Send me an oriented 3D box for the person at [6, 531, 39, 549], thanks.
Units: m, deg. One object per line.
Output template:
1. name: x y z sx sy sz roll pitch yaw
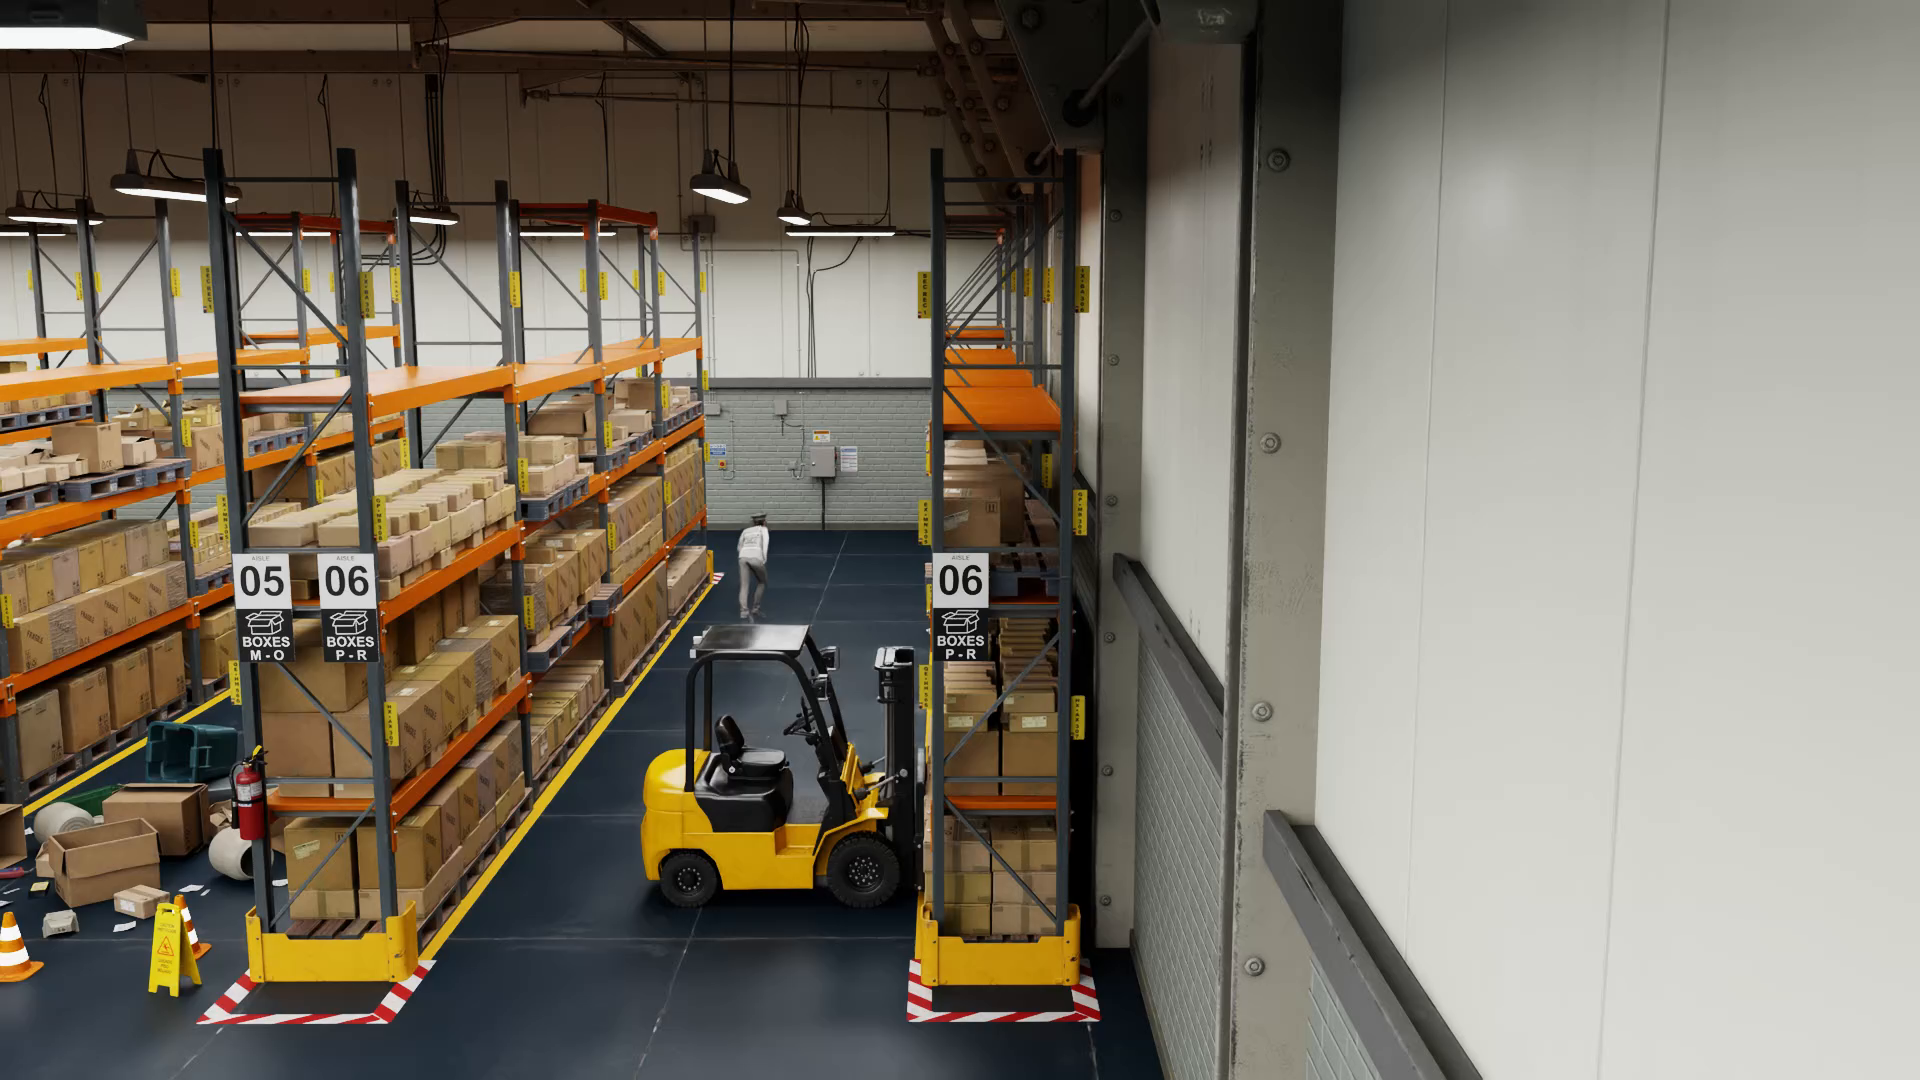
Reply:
1. person: -12.983 0.597 23.331 0.709 1.731 0.806 -1 9 -7

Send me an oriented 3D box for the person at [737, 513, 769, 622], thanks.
1. person: -2.964 0.429 23.659 0.557 1.530 1.053 3 9 15
